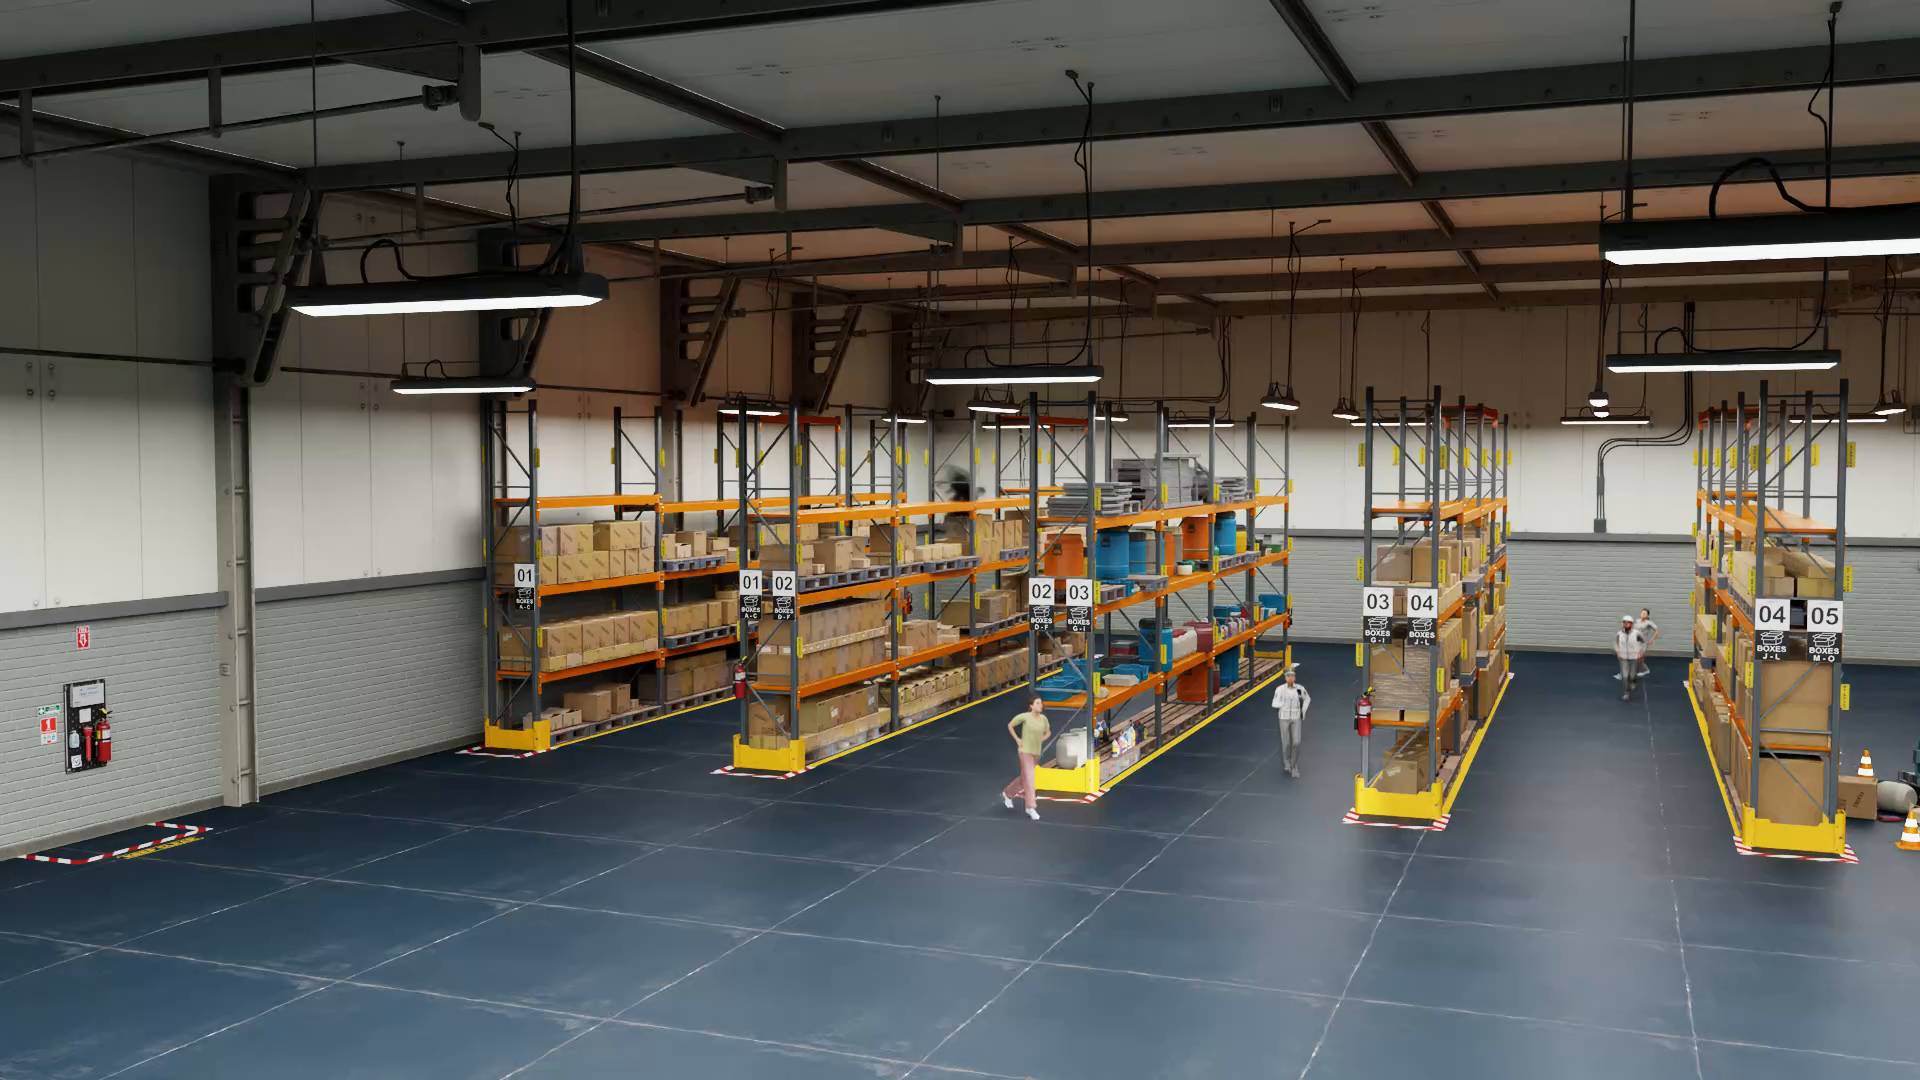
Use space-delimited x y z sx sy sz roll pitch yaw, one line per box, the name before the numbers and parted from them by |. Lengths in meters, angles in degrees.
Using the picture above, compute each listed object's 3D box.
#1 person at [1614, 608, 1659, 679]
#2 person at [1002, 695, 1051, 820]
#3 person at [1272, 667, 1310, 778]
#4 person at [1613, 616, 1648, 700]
person | 15.271 2.337 37.454 0.849 1.618 0.596 -1 3 -12
person | 1.000 3.021 23.480 0.592 1.681 0.899 -2 3 -35
person | 5.220 2.865 26.218 0.592 1.734 0.684 1 3 12
person | 13.922 2.443 34.560 0.669 1.747 0.650 2 3 33
